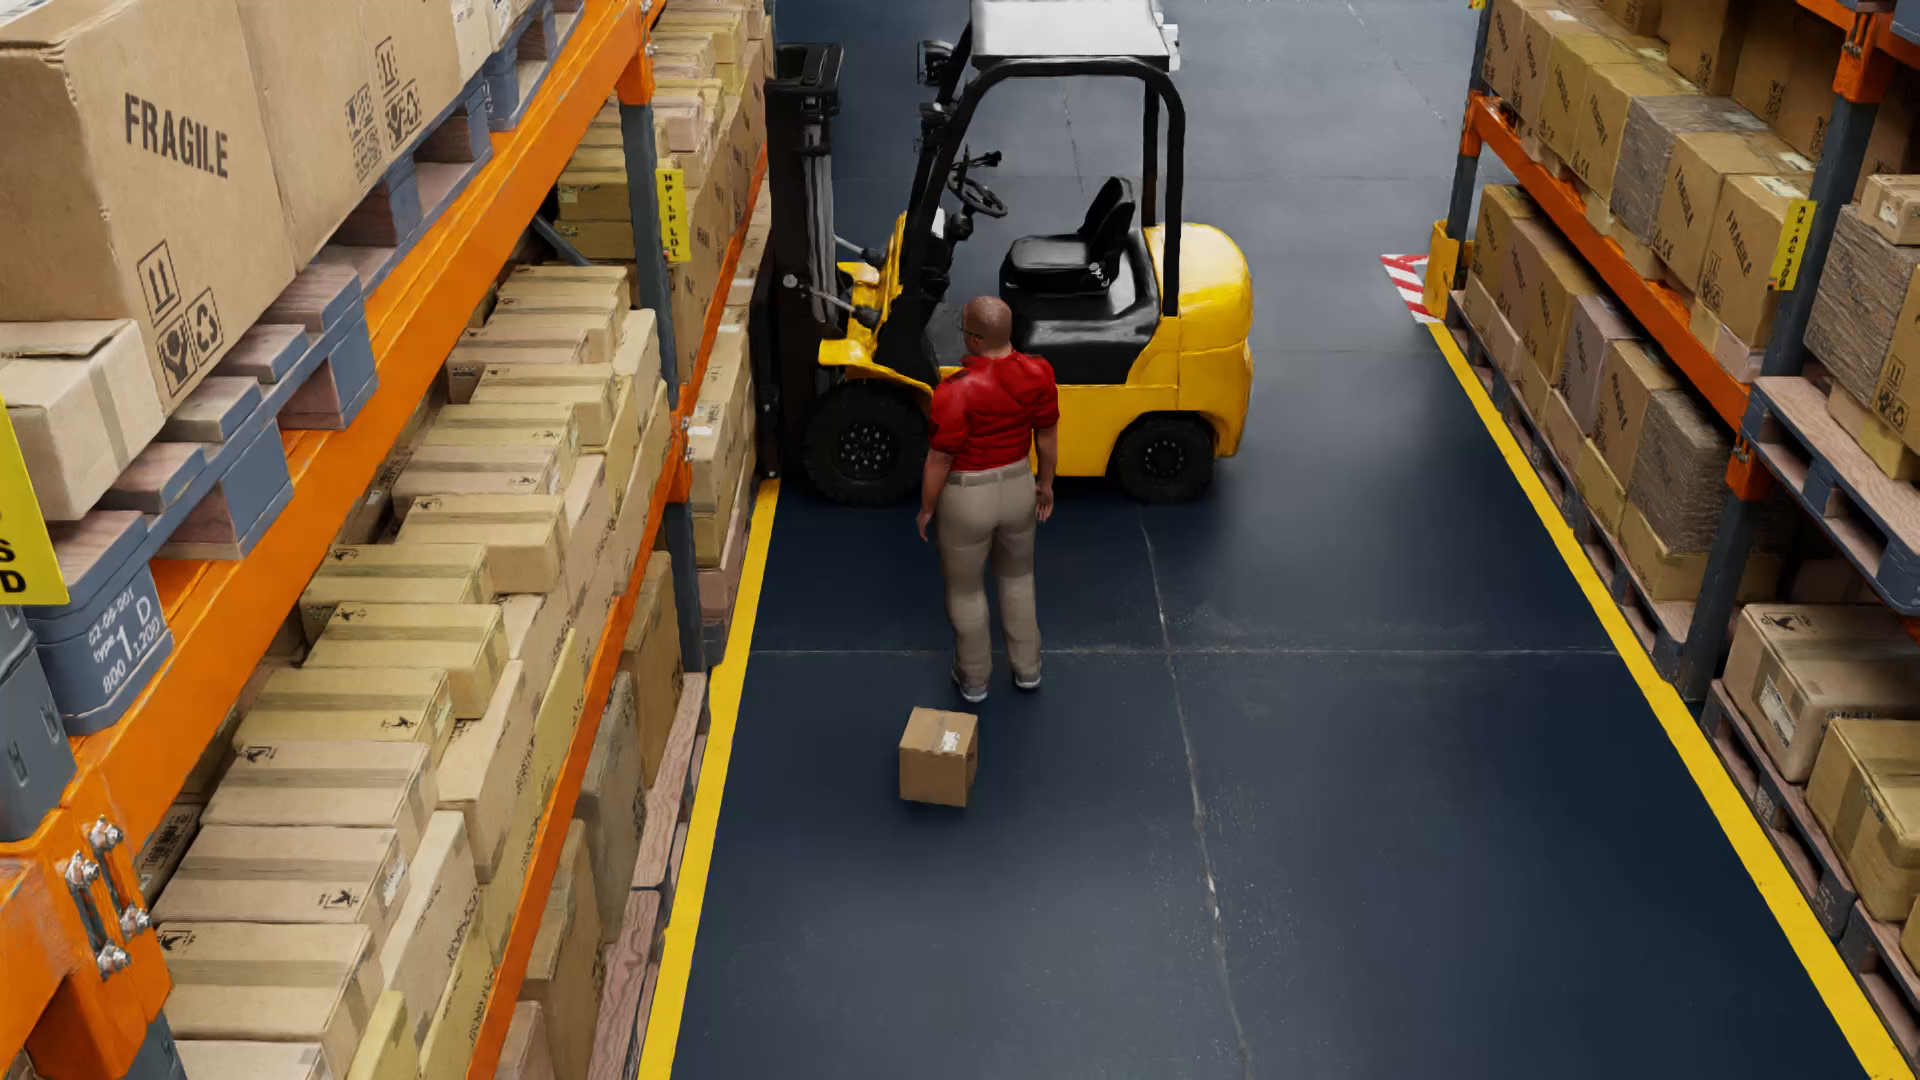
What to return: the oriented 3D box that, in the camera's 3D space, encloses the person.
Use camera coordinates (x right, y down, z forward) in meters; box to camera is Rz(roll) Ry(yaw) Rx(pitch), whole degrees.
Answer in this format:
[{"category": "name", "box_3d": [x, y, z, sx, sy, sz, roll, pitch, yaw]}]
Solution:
[{"category": "person", "box_3d": [0.099, -0.165, 6.413, 0.571, 1.725, 0.364, -15, 34, -23]}]
